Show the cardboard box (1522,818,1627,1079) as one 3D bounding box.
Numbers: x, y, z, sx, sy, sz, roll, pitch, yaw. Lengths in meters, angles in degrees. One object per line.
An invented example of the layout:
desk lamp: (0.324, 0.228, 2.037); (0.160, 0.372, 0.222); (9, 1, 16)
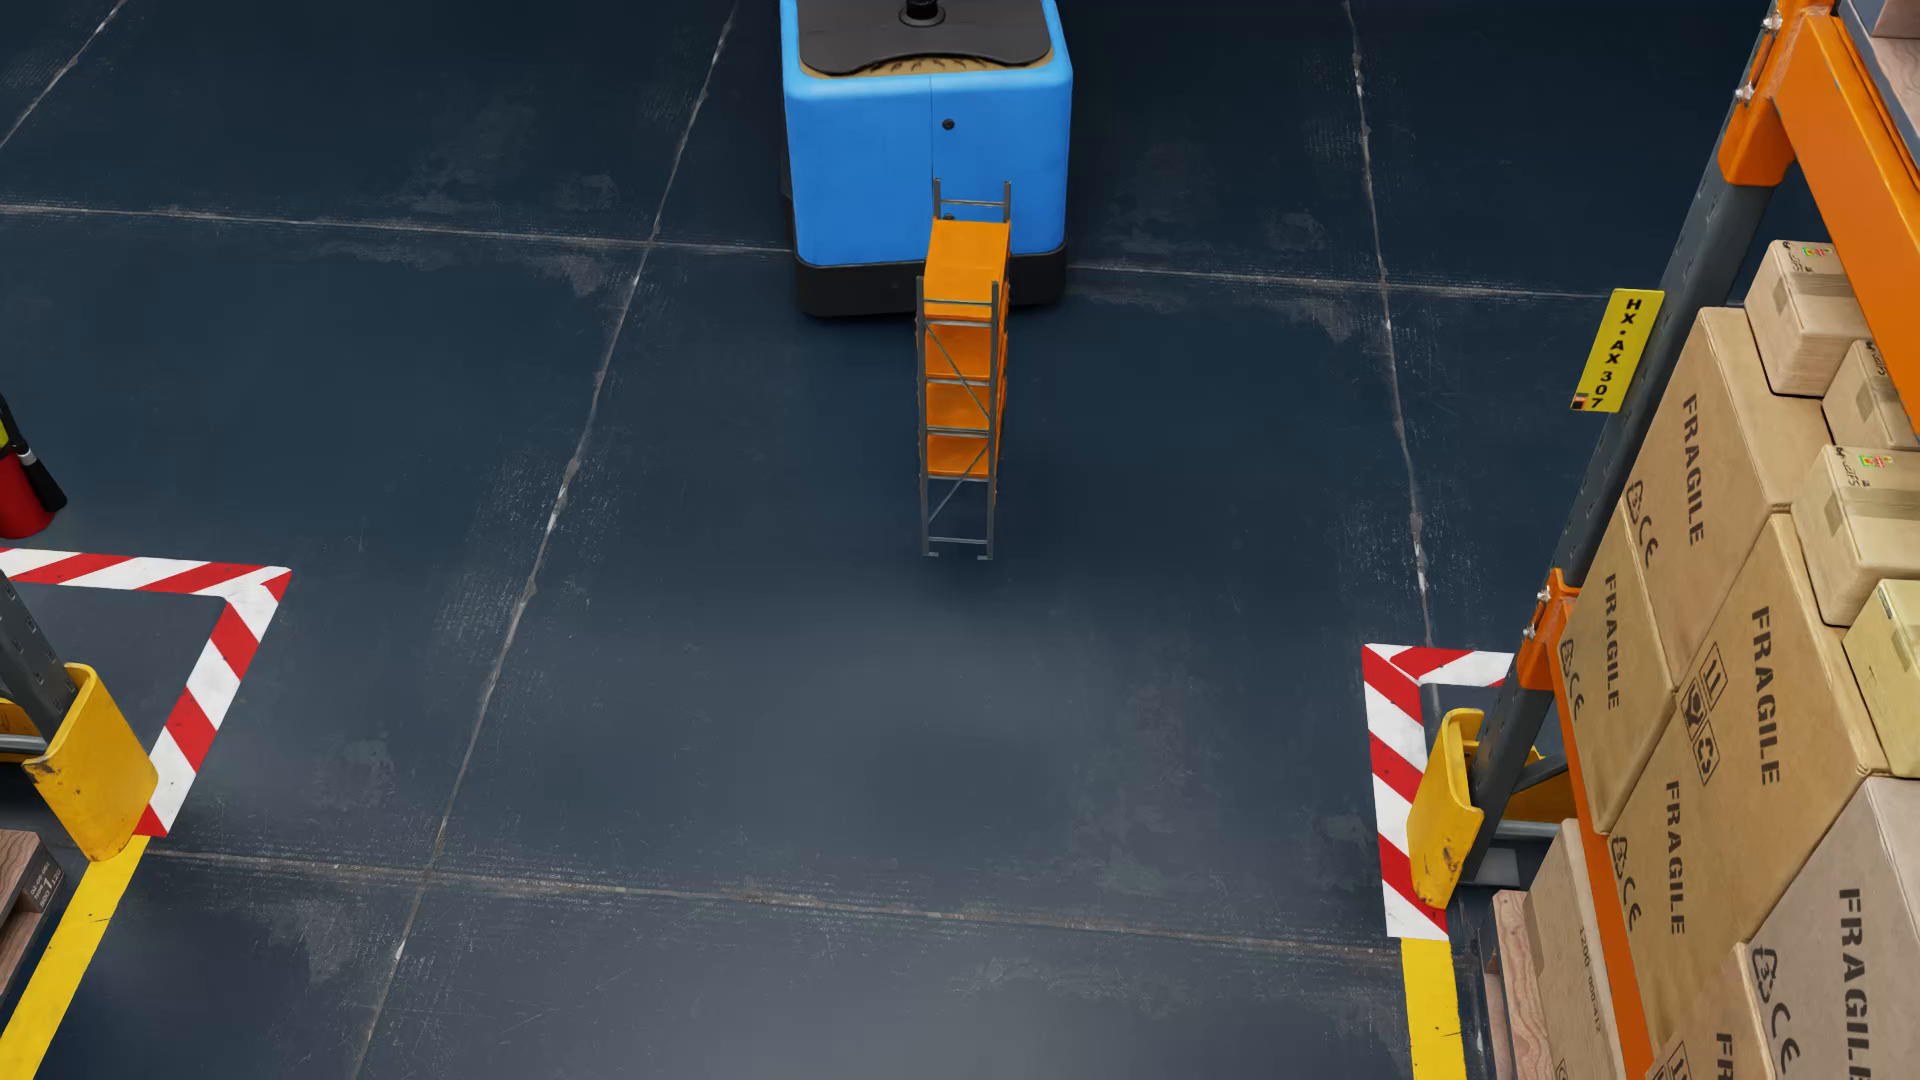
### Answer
cardboard box: (1.945, 1.188, 4.082); (0.875, 0.438, 0.875); (2, 48, 2)

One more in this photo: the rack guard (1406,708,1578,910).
rack guard: (1.908, 0.800, 4.680); (1.175, 0.500, 0.348); (4, 48, 4)

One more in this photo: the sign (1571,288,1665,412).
sign: (1.354, -0.387, 3.431); (0.100, 0.325, 0.005); (4, 48, 4)

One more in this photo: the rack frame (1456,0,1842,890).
rack frame: (1.906, -0.026, 3.741); (1.000, 3.000, 0.127); (4, 48, 4)

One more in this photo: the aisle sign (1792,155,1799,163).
aisle sign: (1.624, -0.976, 2.848); (0.394, 0.787, 0.004); (4, 48, 4)

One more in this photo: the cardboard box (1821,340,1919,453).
cardboard box: (1.645, -0.177, 2.694); (0.380, 0.149, 0.250); (5, 48, 4)

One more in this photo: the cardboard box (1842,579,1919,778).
cardboard box: (1.501, 0.201, 2.348); (0.380, 0.149, 0.250); (2, 48, 2)

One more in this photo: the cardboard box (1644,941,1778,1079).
cardboard box: (1.494, 1.020, 2.717); (0.500, 0.500, 0.500); (4, 48, 3)

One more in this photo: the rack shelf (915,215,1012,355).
rack shelf: (0.015, -0.792, 5.129); (0.258, 0.148, 0.480); (4, 48, 4)

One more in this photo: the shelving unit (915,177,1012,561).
shelving unit: (0.015, -0.527, 5.419); (0.258, 1.200, 0.503); (4, 48, 4)

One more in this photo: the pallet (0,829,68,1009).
pallet: (-3.149, 1.307, 4.412); (1.003, 0.211, 1.213); (4, 48, 4)

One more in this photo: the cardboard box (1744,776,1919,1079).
cardboard box: (1.499, 0.695, 2.336); (0.500, 0.500, 0.500); (4, 48, 3)

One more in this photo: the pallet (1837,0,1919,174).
pallet: (1.849, -0.463, 2.168); (1.003, 0.211, 1.213); (4, 48, 4)

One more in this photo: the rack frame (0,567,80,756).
rack frame: (-3.033, -0.285, 3.978); (1.000, 3.000, 0.127); (4, 48, 4)

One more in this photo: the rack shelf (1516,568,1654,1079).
rack shelf: (1.724, 1.686, 2.662); (1.077, 0.370, 4.000); (4, 48, 4)

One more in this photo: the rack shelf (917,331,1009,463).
rack shelf: (0.015, -0.481, 5.468); (0.258, 0.148, 0.480); (4, 48, 4)

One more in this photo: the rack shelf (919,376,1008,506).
rack shelf: (0.015, -0.347, 5.615); (0.258, 0.148, 0.480); (4, 48, 4)

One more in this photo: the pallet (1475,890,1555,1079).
pallet: (1.911, 1.508, 4.228); (1.003, 0.211, 1.213); (4, 48, 4)

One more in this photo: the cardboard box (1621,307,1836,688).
cardboard box: (1.579, -0.064, 3.030); (0.500, 0.500, 0.500); (3, 48, 3)

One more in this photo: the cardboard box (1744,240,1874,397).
cardboard box: (1.598, -0.374, 2.874); (0.380, 0.149, 0.250); (5, 48, 4)

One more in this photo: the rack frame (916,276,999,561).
rack frame: (-0.007, -0.347, 5.255); (0.240, 1.200, 0.015); (4, 48, 4)

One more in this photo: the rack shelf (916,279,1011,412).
rack shelf: (0.015, -0.632, 5.303); (0.258, 0.148, 0.480); (4, 48, 4)

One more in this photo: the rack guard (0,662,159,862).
rack guard: (-3.040, 0.615, 4.849); (1.175, 0.500, 0.348); (4, 48, 4)

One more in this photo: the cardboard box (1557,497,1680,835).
cardboard box: (1.576, 0.273, 3.399); (0.500, 0.500, 0.500); (4, 48, 3)

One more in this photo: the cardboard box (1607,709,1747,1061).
cardboard box: (1.558, 0.647, 3.058); (0.500, 0.500, 0.500); (3, 48, 3)

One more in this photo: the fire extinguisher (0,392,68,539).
fire extinguisher: (-2.550, -0.287, 4.285); (0.296, 0.674, 0.183); (4, 48, 4)

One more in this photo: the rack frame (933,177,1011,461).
rack frame: (0.037, -0.706, 5.582); (0.240, 1.200, 0.015); (4, 48, 4)

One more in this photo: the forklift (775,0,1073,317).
forklift: (-0.241, -2.946, 6.458); (1.130, 2.935, 3.031); (-4, 48, -4)

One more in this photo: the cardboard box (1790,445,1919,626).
cardboard box: (1.507, 0.007, 2.526); (0.380, 0.149, 0.250); (5, 48, 5)

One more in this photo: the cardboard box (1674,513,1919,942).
cardboard box: (1.538, 0.316, 2.683); (0.500, 0.500, 0.500); (3, 48, 2)

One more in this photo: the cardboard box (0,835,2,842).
cardboard box: (-2.797, 0.842, 4.393); (0.380, 0.149, 0.250); (3, 48, 2)

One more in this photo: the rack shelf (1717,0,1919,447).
rack shelf: (1.724, 0.674, 1.556); (1.077, 0.370, 4.000); (4, 48, 4)
